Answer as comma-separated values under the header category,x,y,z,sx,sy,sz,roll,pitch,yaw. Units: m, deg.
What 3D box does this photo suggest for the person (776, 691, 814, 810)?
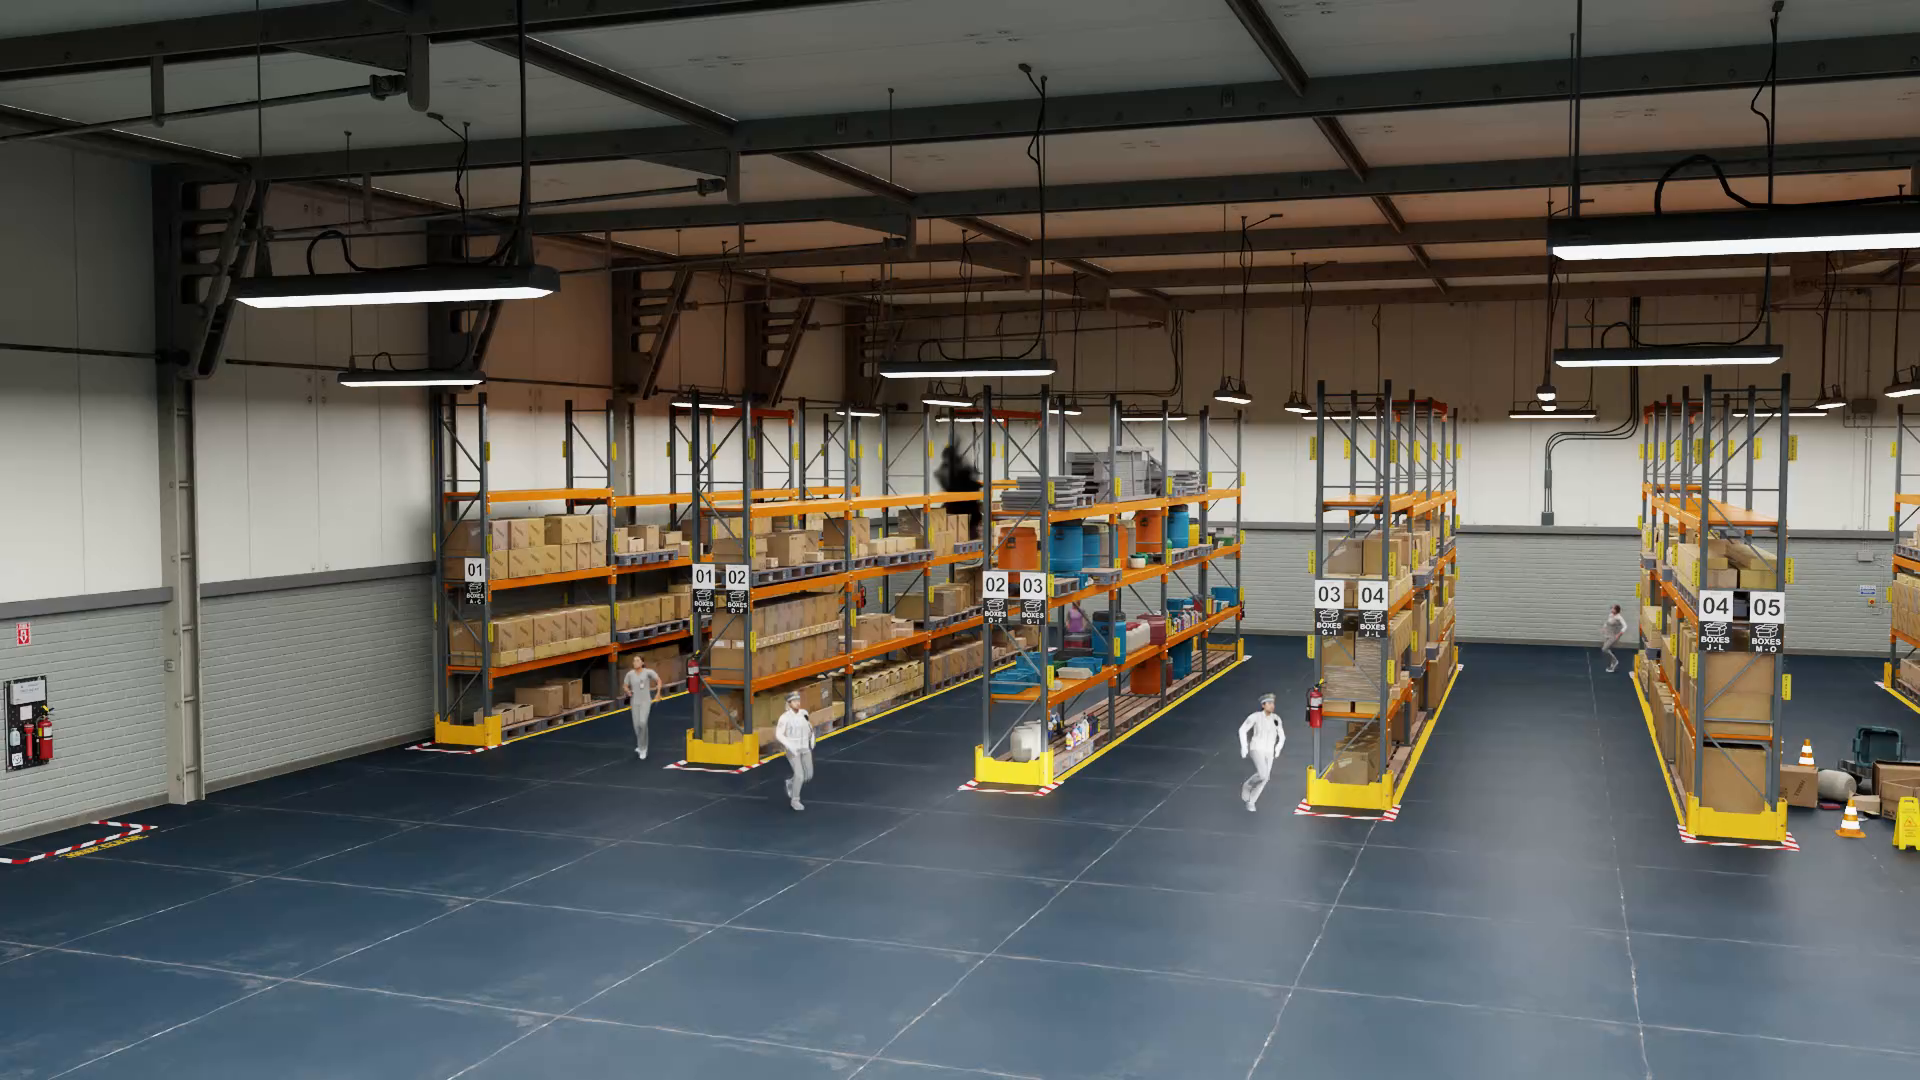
category,x,y,z,sx,sy,sz,roll,pitch,yaw
person,-2.299,2.937,23.349,0.619,1.667,0.494,-2,4,-39

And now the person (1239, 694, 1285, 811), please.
category,x,y,z,sx,sy,sz,roll,pitch,yaw
person,4.261,2.955,23.175,0.638,1.622,0.503,-1,3,-14

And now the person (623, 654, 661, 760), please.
category,x,y,z,sx,sy,sz,roll,pitch,yaw
person,-5.226,2.714,27.277,0.607,1.711,0.688,0,3,9

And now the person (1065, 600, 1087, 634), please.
category,x,y,z,sx,sy,sz,roll,pitch,yaw
person,2.715,2.154,38.967,0.530,1.575,0.751,0,3,5

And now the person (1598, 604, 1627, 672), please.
category,x,y,z,sx,sy,sz,roll,pitch,yaw
person,14.763,2.223,37.666,0.499,1.557,0.617,-1,3,-14
